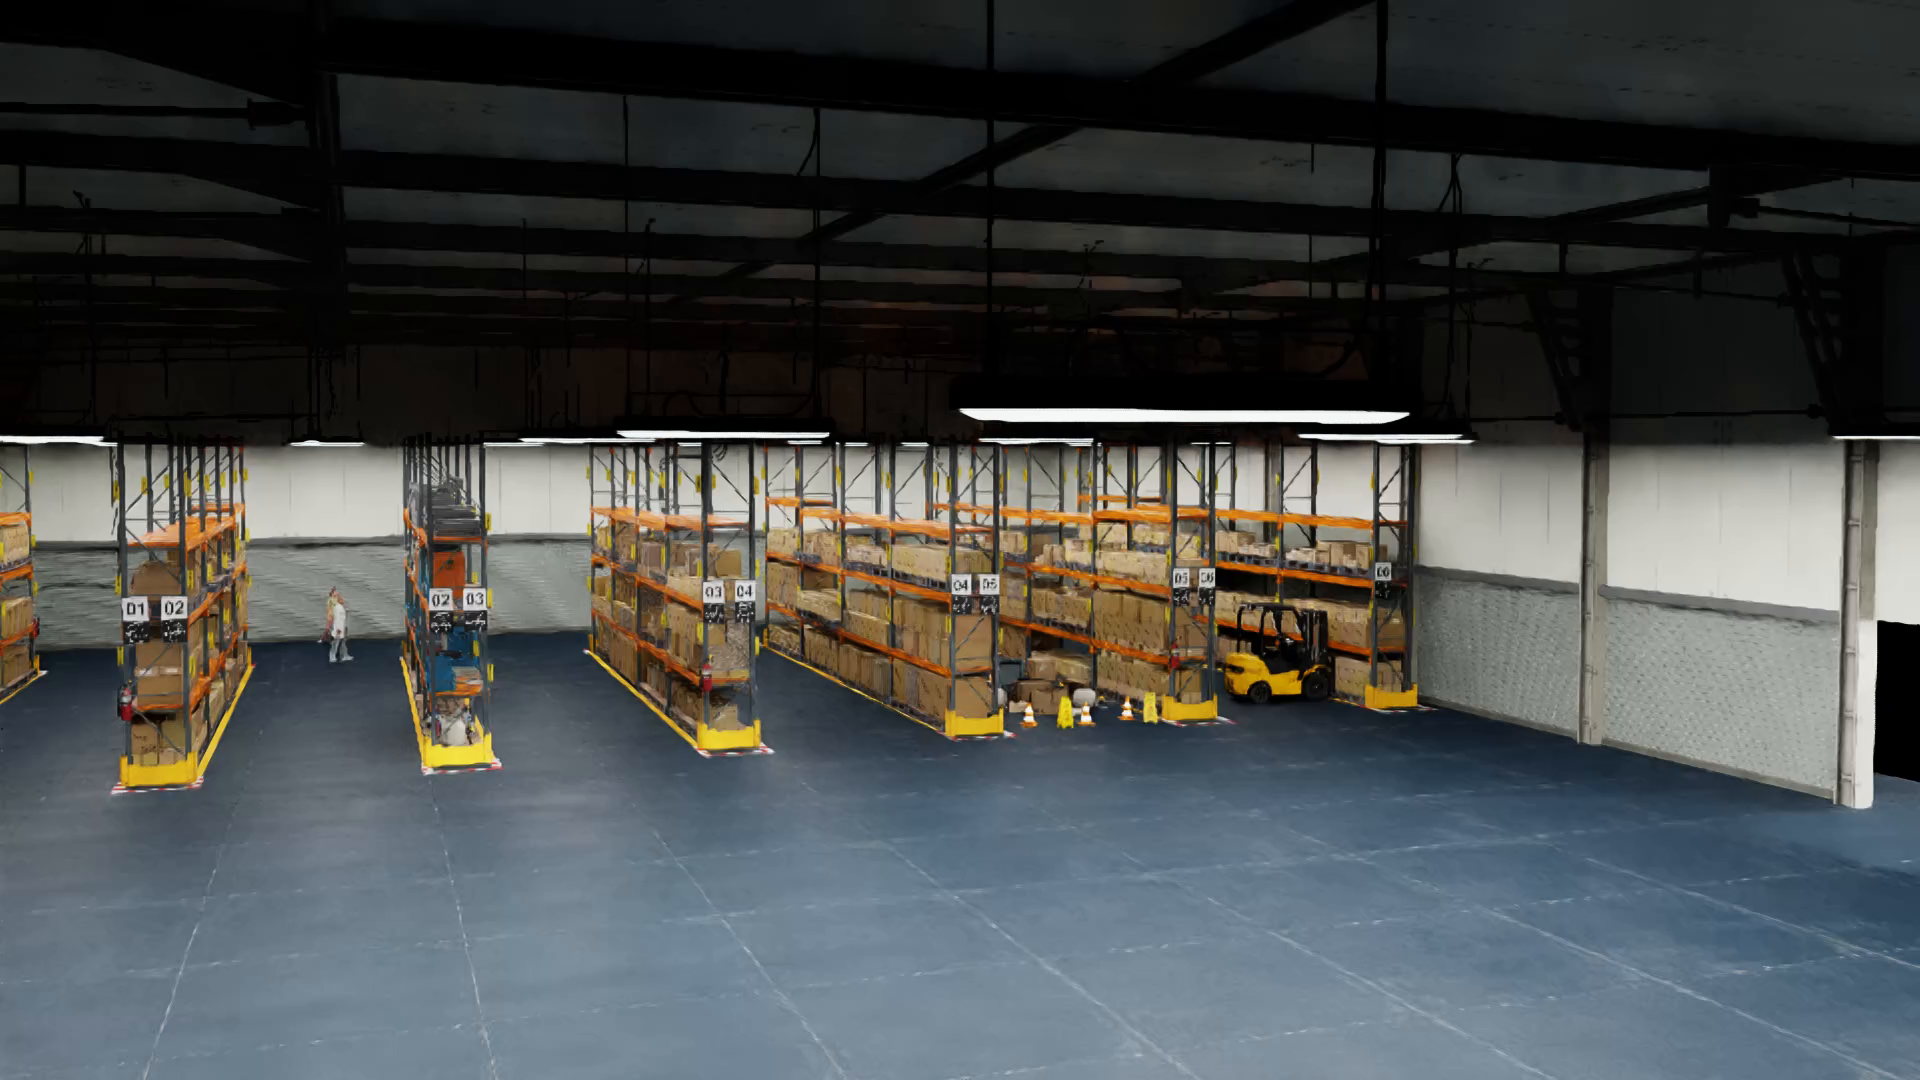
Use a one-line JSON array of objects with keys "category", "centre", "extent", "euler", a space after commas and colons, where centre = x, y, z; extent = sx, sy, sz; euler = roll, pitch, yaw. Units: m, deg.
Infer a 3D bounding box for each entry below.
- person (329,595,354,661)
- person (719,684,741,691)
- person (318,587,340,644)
[{"category": "person", "centre": [-16.649, 2.357, 44.636], "extent": [0.558, 1.776, 0.696], "euler": [0, 3, -7]}, {"category": "person", "centre": [-5.489, 2.694, 39.204], "extent": [0.577, 1.691, 1.121], "euler": [-1, 3, -18]}, {"category": "person", "centre": [-18.371, 2.209, 48.435], "extent": [0.486, 1.664, 0.646], "euler": [2, 4, 28]}]
